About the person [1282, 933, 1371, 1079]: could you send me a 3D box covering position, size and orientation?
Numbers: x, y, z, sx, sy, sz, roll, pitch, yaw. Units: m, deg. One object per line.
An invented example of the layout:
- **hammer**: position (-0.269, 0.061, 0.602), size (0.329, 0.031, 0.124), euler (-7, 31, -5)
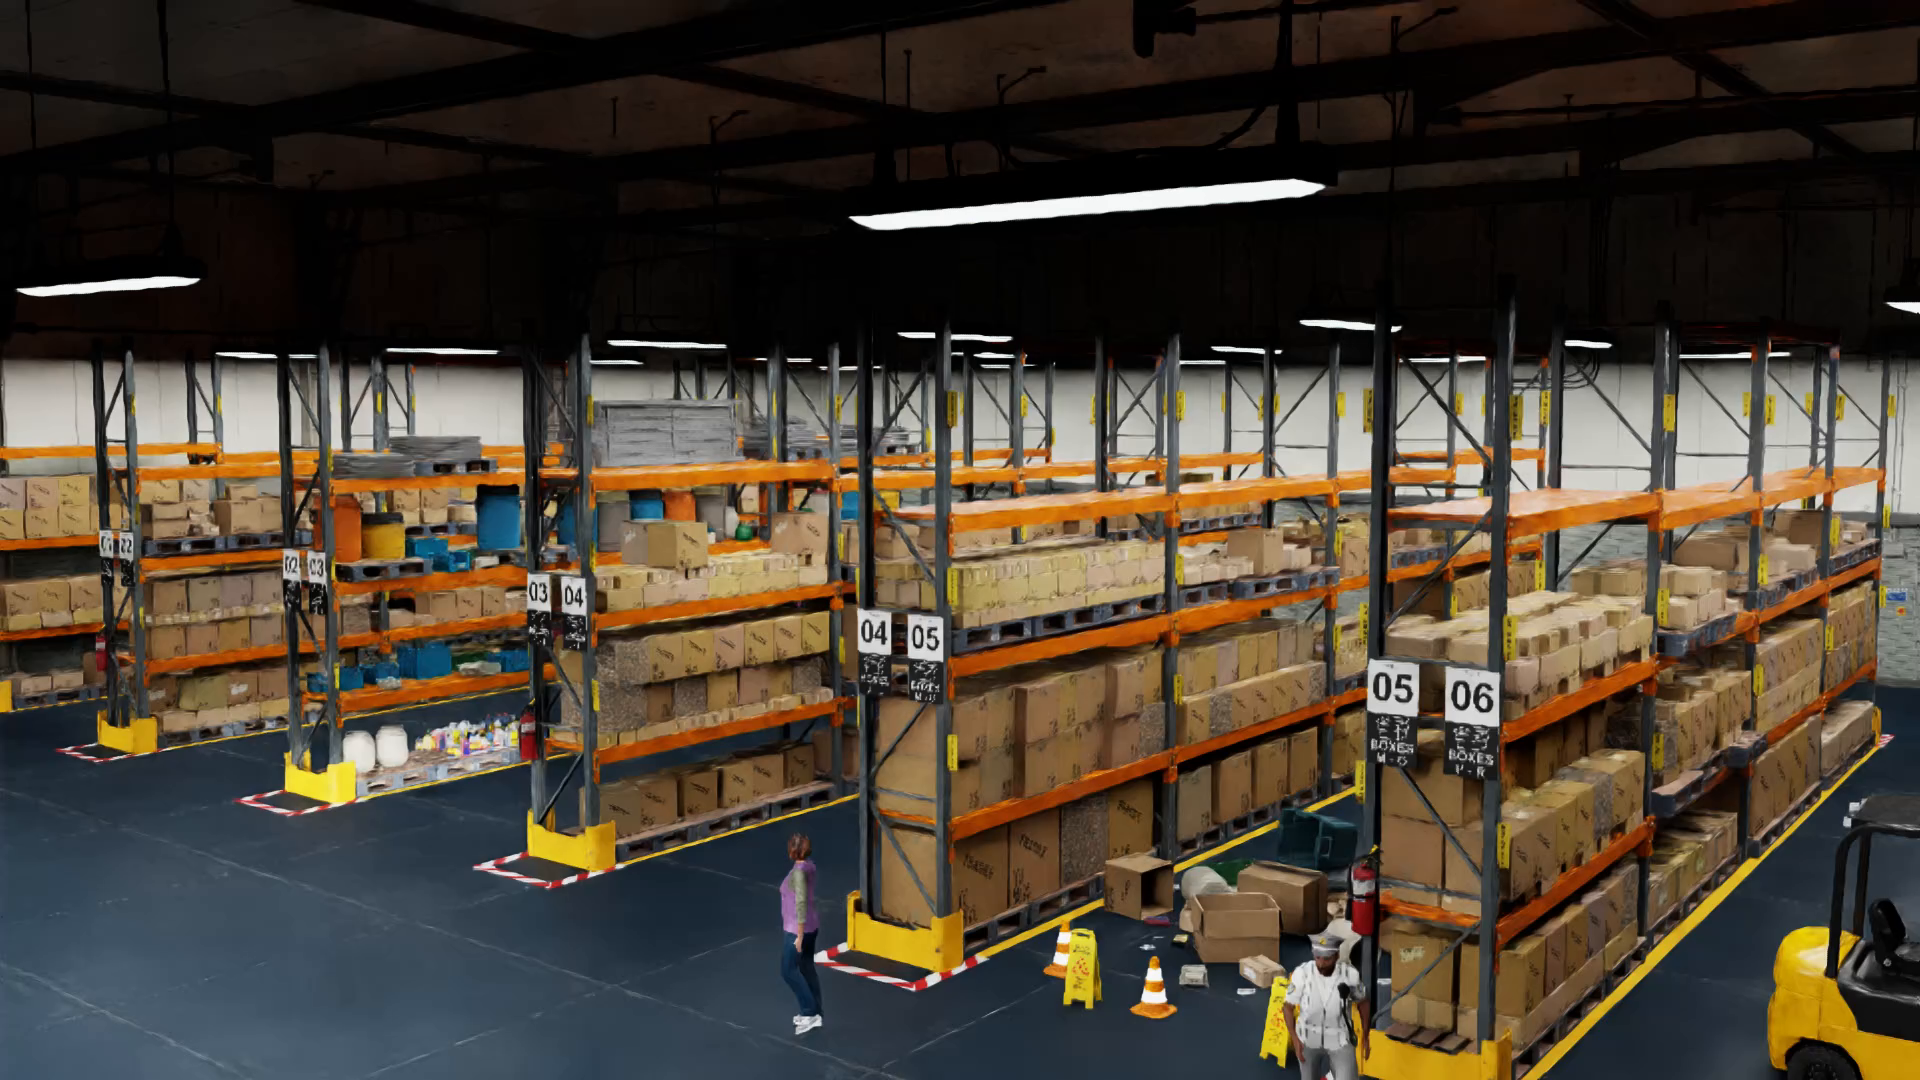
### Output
- **person**: position (2.501, 3.380, 11.216), size (0.621, 1.606, 0.828), euler (2, 5, 20)

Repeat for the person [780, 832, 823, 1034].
- **person**: position (-1.283, 3.188, 13.540), size (0.355, 1.583, 0.516), euler (1, 5, 9)
